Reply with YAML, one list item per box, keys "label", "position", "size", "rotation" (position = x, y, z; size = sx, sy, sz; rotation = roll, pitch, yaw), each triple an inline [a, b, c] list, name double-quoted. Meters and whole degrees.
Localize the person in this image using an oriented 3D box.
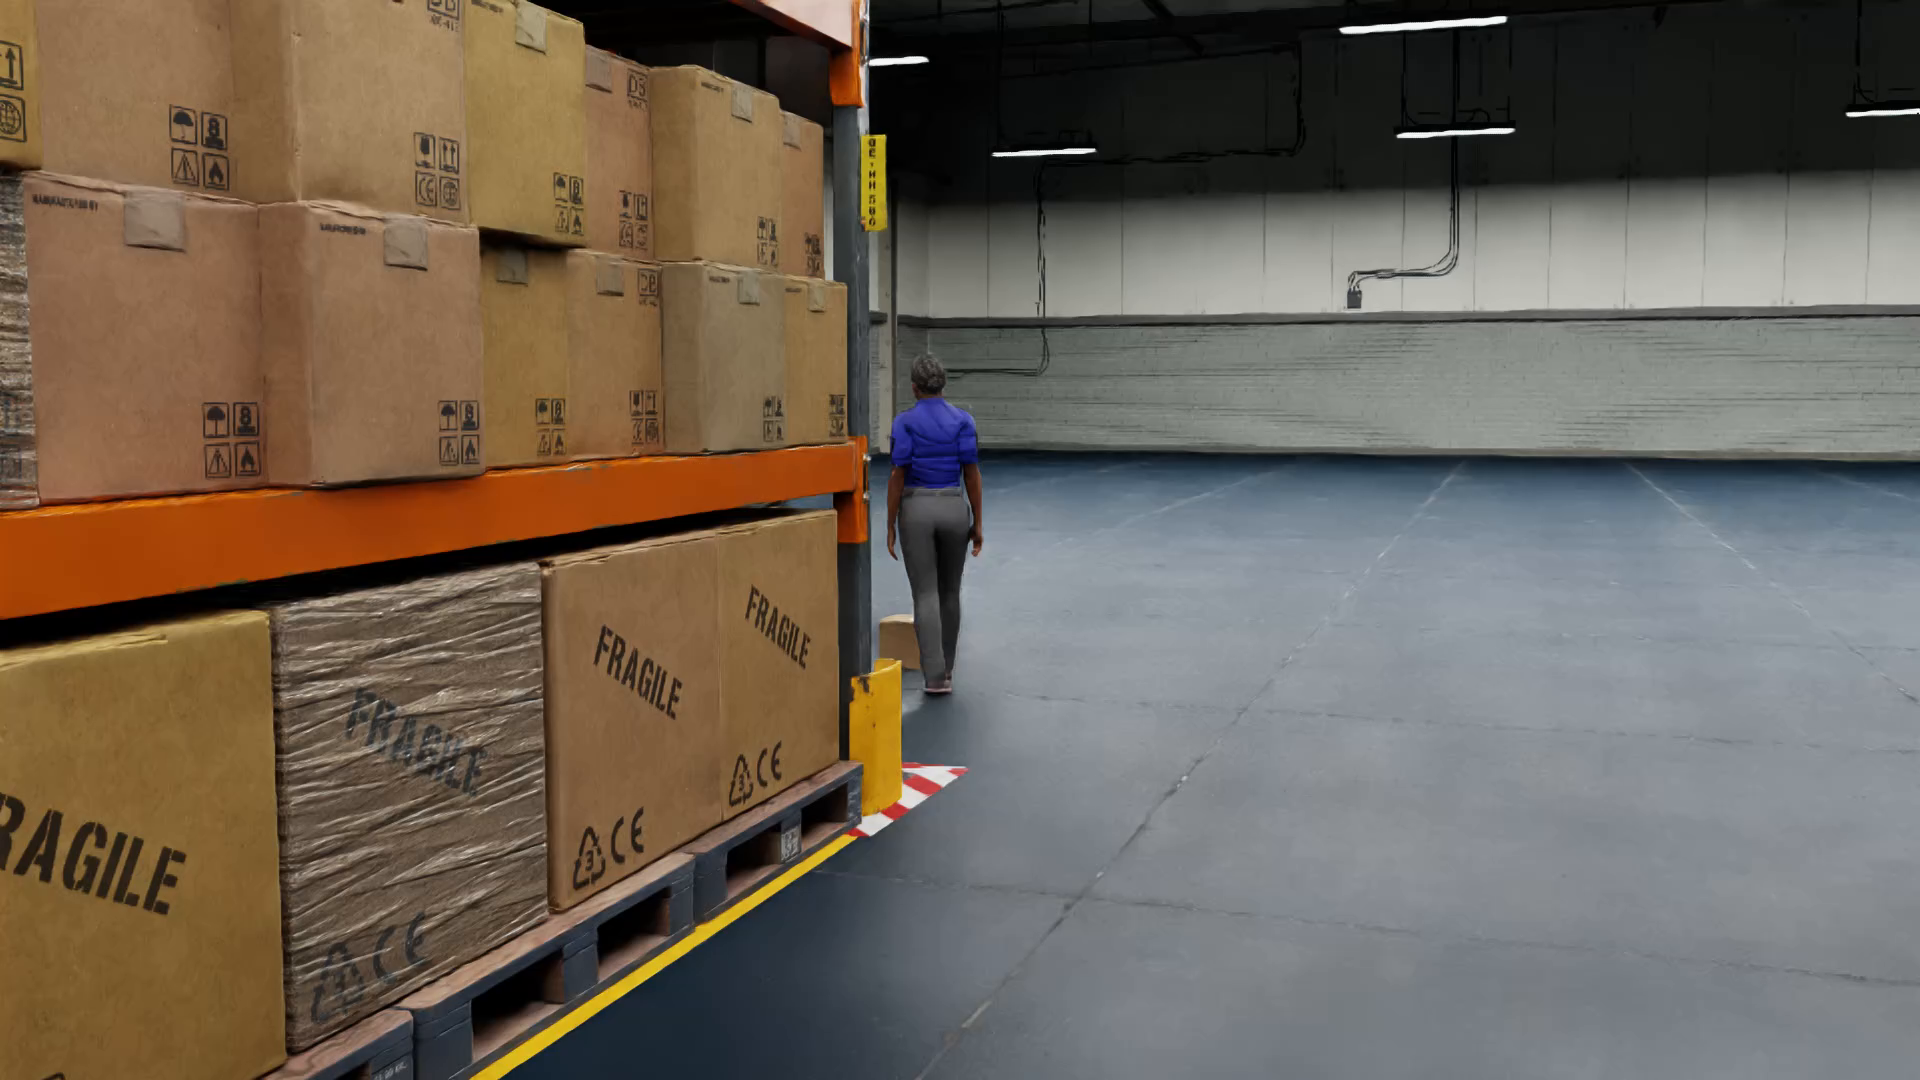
- label: "person"
  position: [-0.154, -0.091, 8.231]
  size: [0.465, 1.643, 0.744]
  rotation: [-1, 5, -13]
